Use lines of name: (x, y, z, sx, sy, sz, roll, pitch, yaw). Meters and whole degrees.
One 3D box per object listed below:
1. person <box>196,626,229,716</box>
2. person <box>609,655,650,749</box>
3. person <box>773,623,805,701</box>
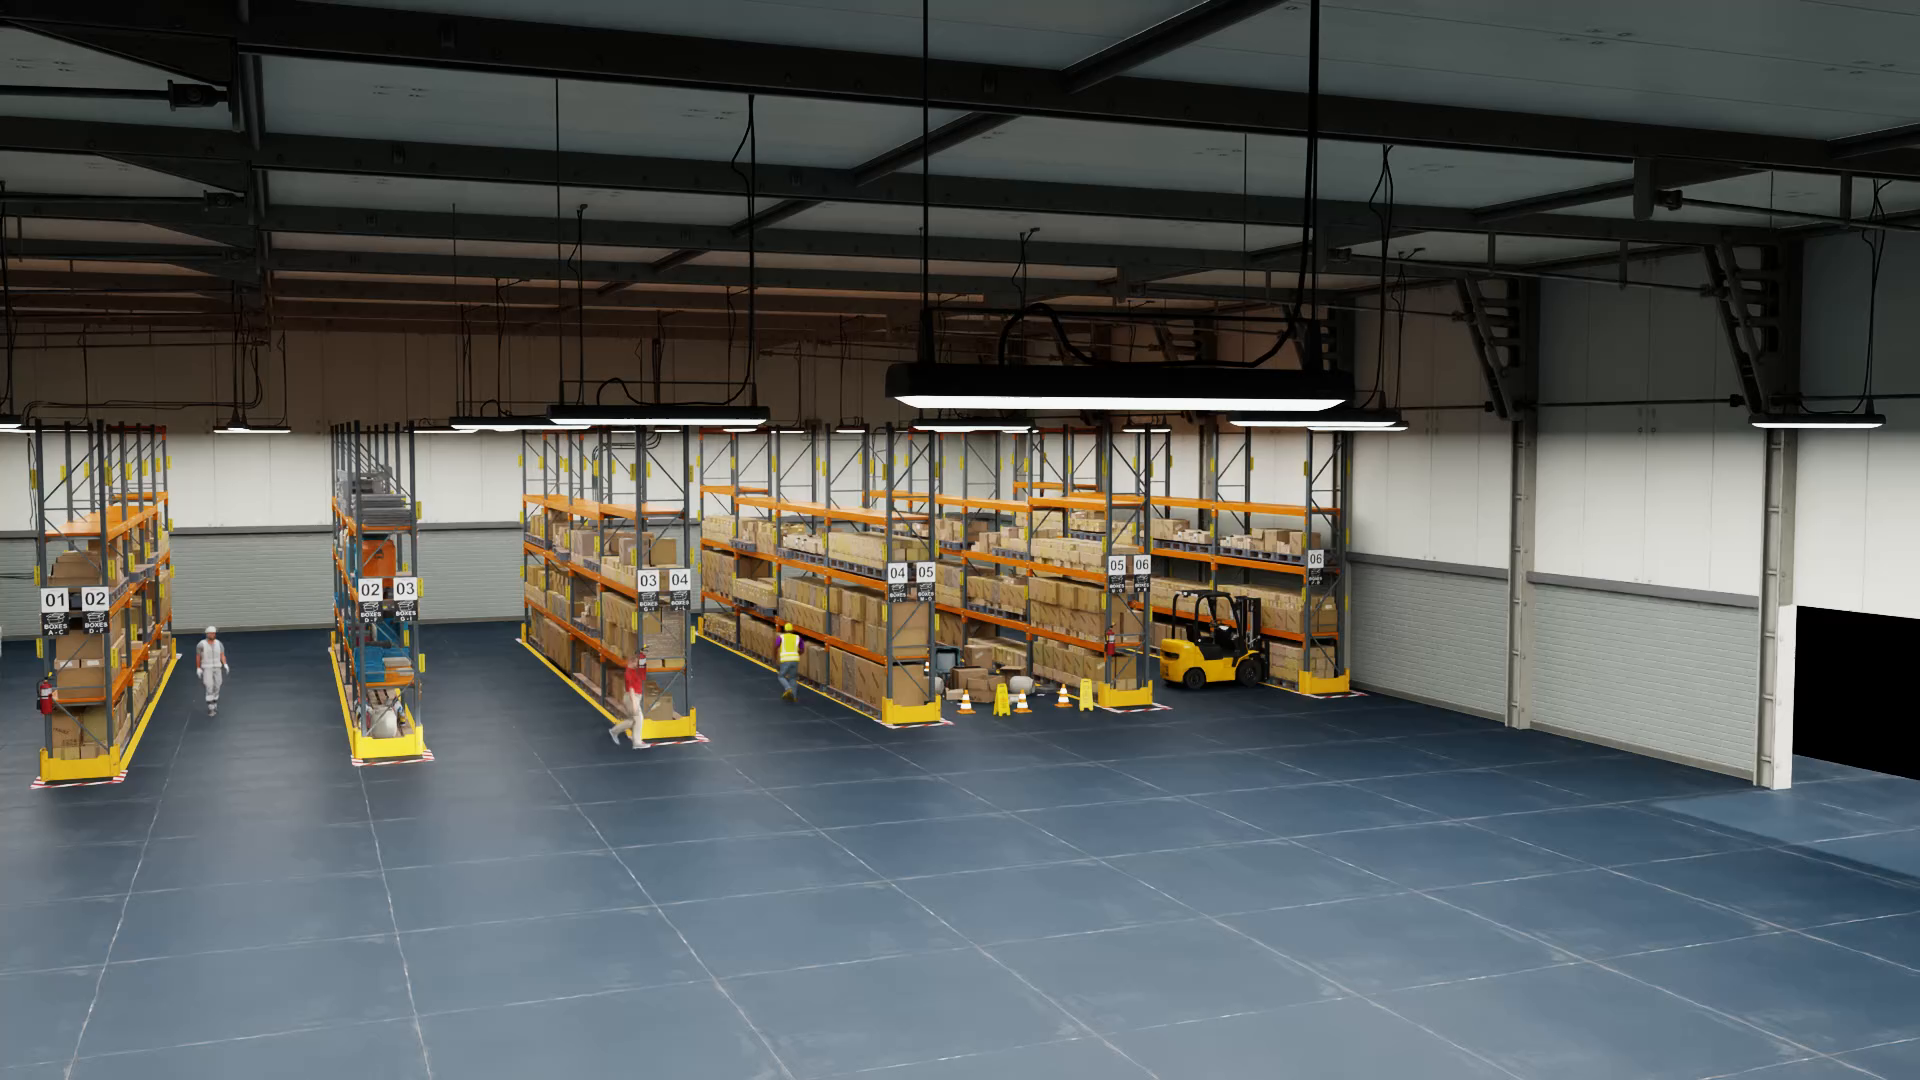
person: (-15.381, 2.705, 34.316, 0.666, 1.818, 0.551, 3, 5, 42)
person: (-6.064, 2.954, 30.467, 0.766, 1.692, 0.598, 0, 4, -5)
person: (-3.712, 2.643, 36.140, 0.704, 1.658, 0.747, -2, 4, -24)
